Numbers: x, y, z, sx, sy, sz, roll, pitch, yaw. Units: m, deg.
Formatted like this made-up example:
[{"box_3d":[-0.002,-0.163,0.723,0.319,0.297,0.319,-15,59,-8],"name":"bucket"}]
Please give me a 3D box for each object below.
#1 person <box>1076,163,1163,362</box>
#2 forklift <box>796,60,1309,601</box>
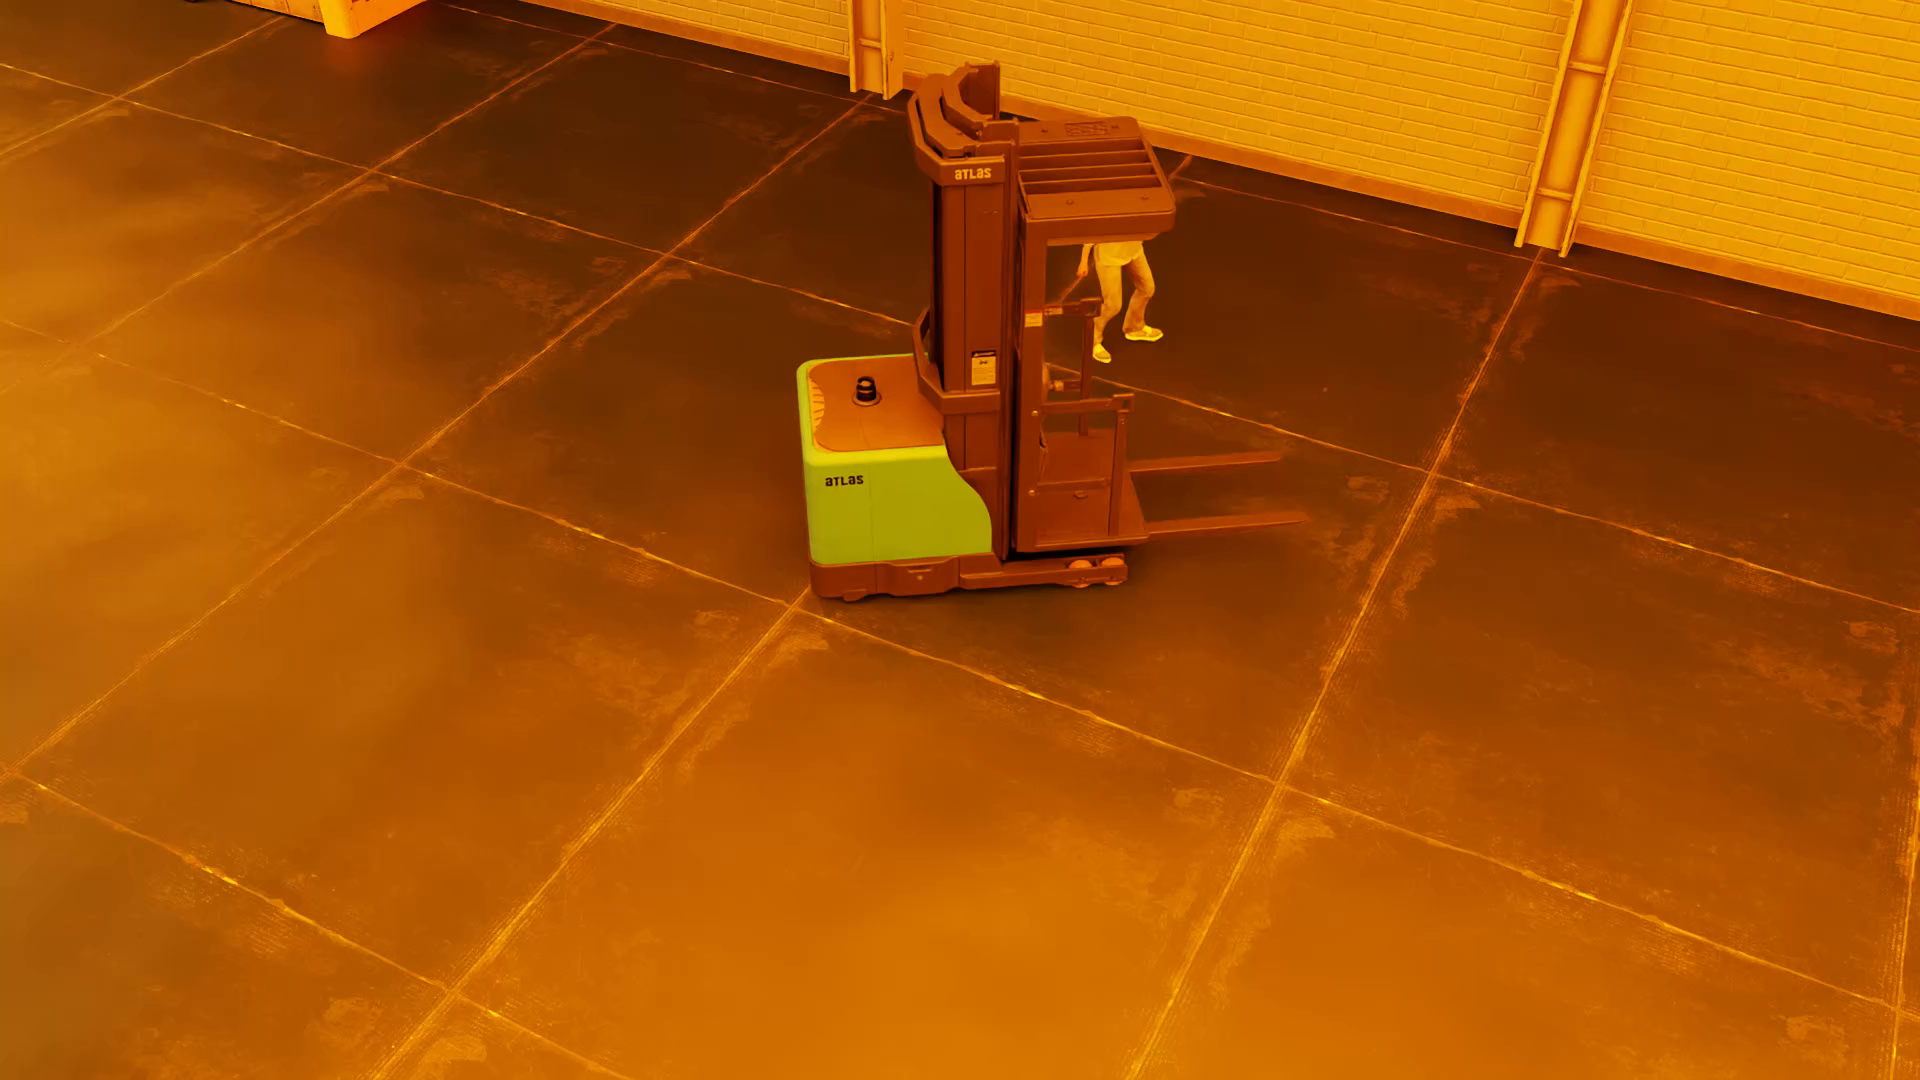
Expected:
[{"box_3d":[1.104,-1.950,11.382,0.730,1.563,0.396,-33,50,-33],"name":"person"},{"box_3d":[0.573,-1.173,9.379,3.031,2.935,1.130,-4,40,-5],"name":"forklift"}]
